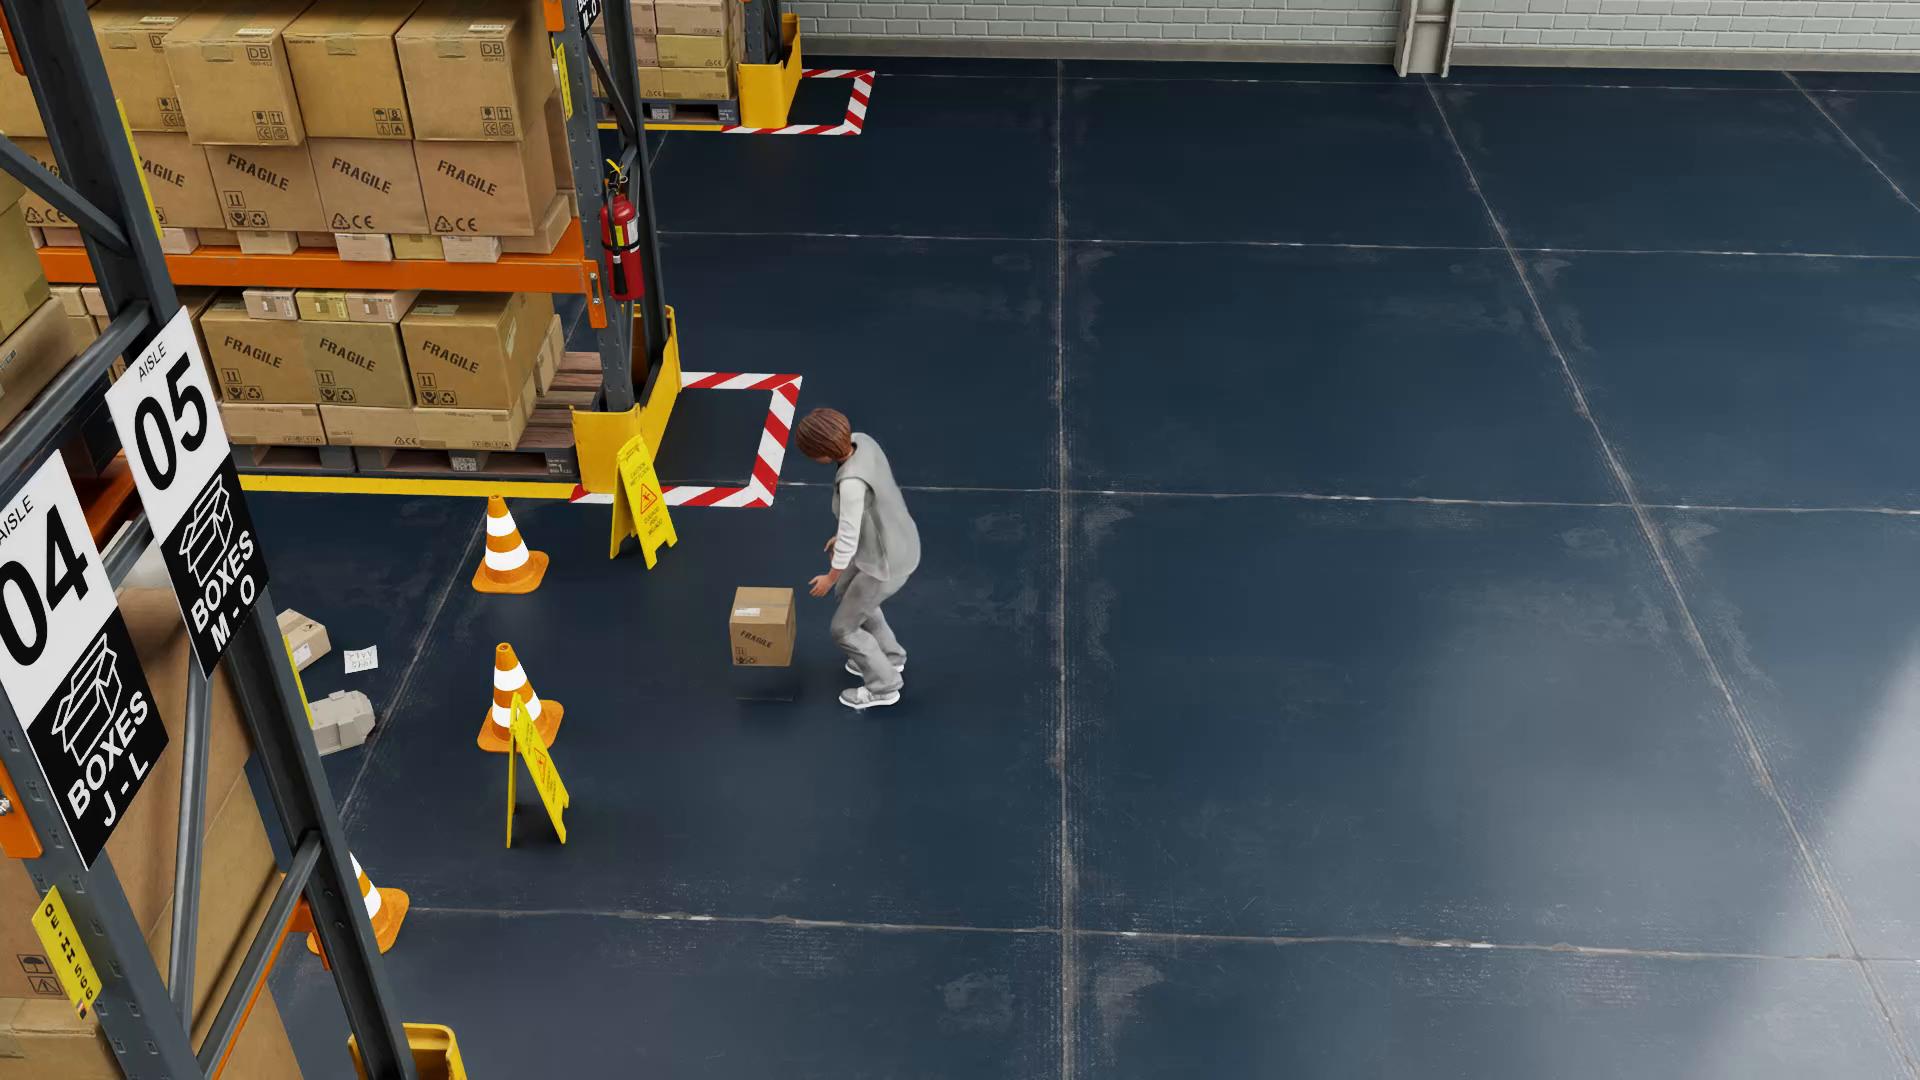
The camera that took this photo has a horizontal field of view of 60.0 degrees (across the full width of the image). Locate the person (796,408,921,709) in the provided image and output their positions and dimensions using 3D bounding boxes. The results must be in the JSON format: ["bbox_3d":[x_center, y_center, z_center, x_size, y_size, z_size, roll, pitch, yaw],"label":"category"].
[{"bbox_3d":[-0.417,0.093,7.114,0.497,1.466,0.447,2,36,3],"label":"person"}]
